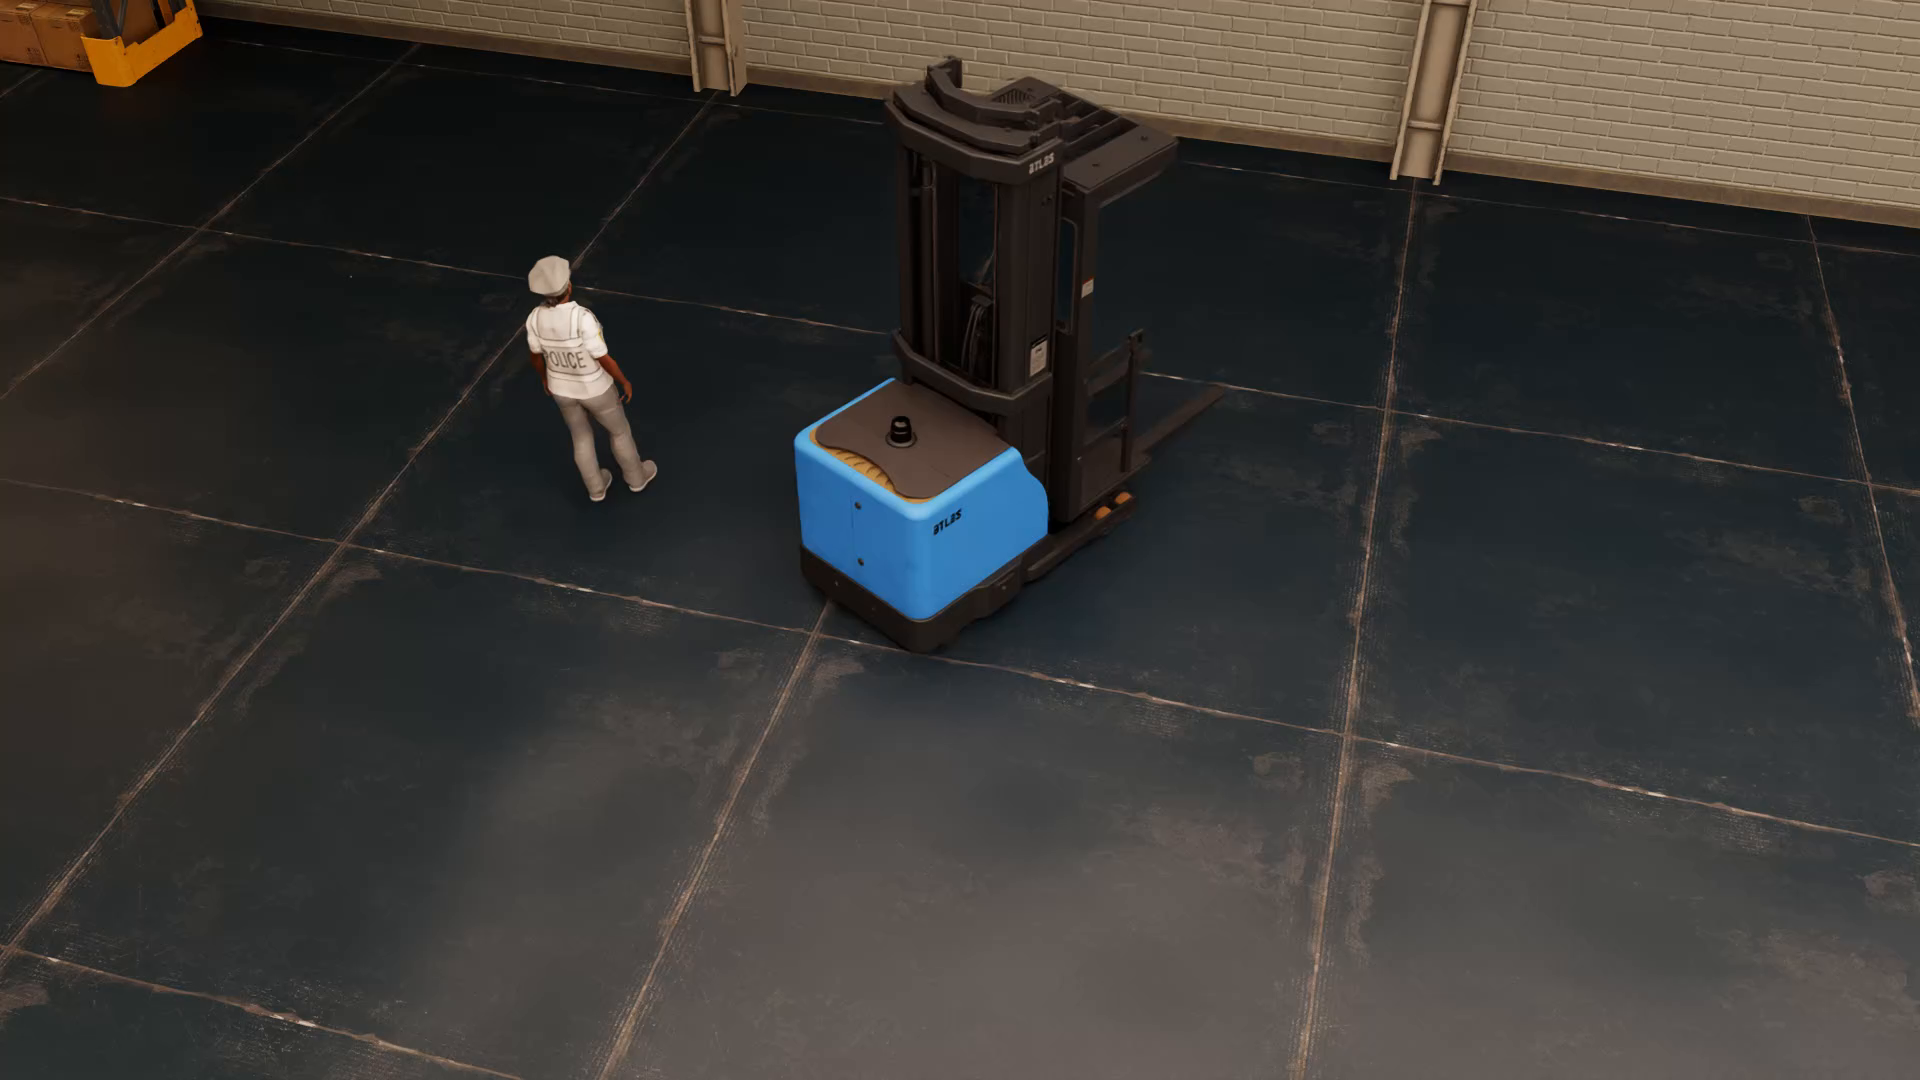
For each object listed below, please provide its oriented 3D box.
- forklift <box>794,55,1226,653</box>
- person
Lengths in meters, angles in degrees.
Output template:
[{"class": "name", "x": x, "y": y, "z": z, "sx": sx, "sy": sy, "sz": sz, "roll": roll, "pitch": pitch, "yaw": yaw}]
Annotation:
[{"class": "forklift", "x": 0.454, "y": -1.351, "z": 9.402, "sx": 1.130, "sy": 2.935, "sz": 3.031, "roll": 32, "pitch": 51, "yaw": 31}, {"class": "person", "x": -2.221, "y": -0.968, "z": 9.901, "sx": 0.568, "sy": 1.697, "sz": 0.523, "roll": 7, "pitch": 42, "yaw": 8}]
